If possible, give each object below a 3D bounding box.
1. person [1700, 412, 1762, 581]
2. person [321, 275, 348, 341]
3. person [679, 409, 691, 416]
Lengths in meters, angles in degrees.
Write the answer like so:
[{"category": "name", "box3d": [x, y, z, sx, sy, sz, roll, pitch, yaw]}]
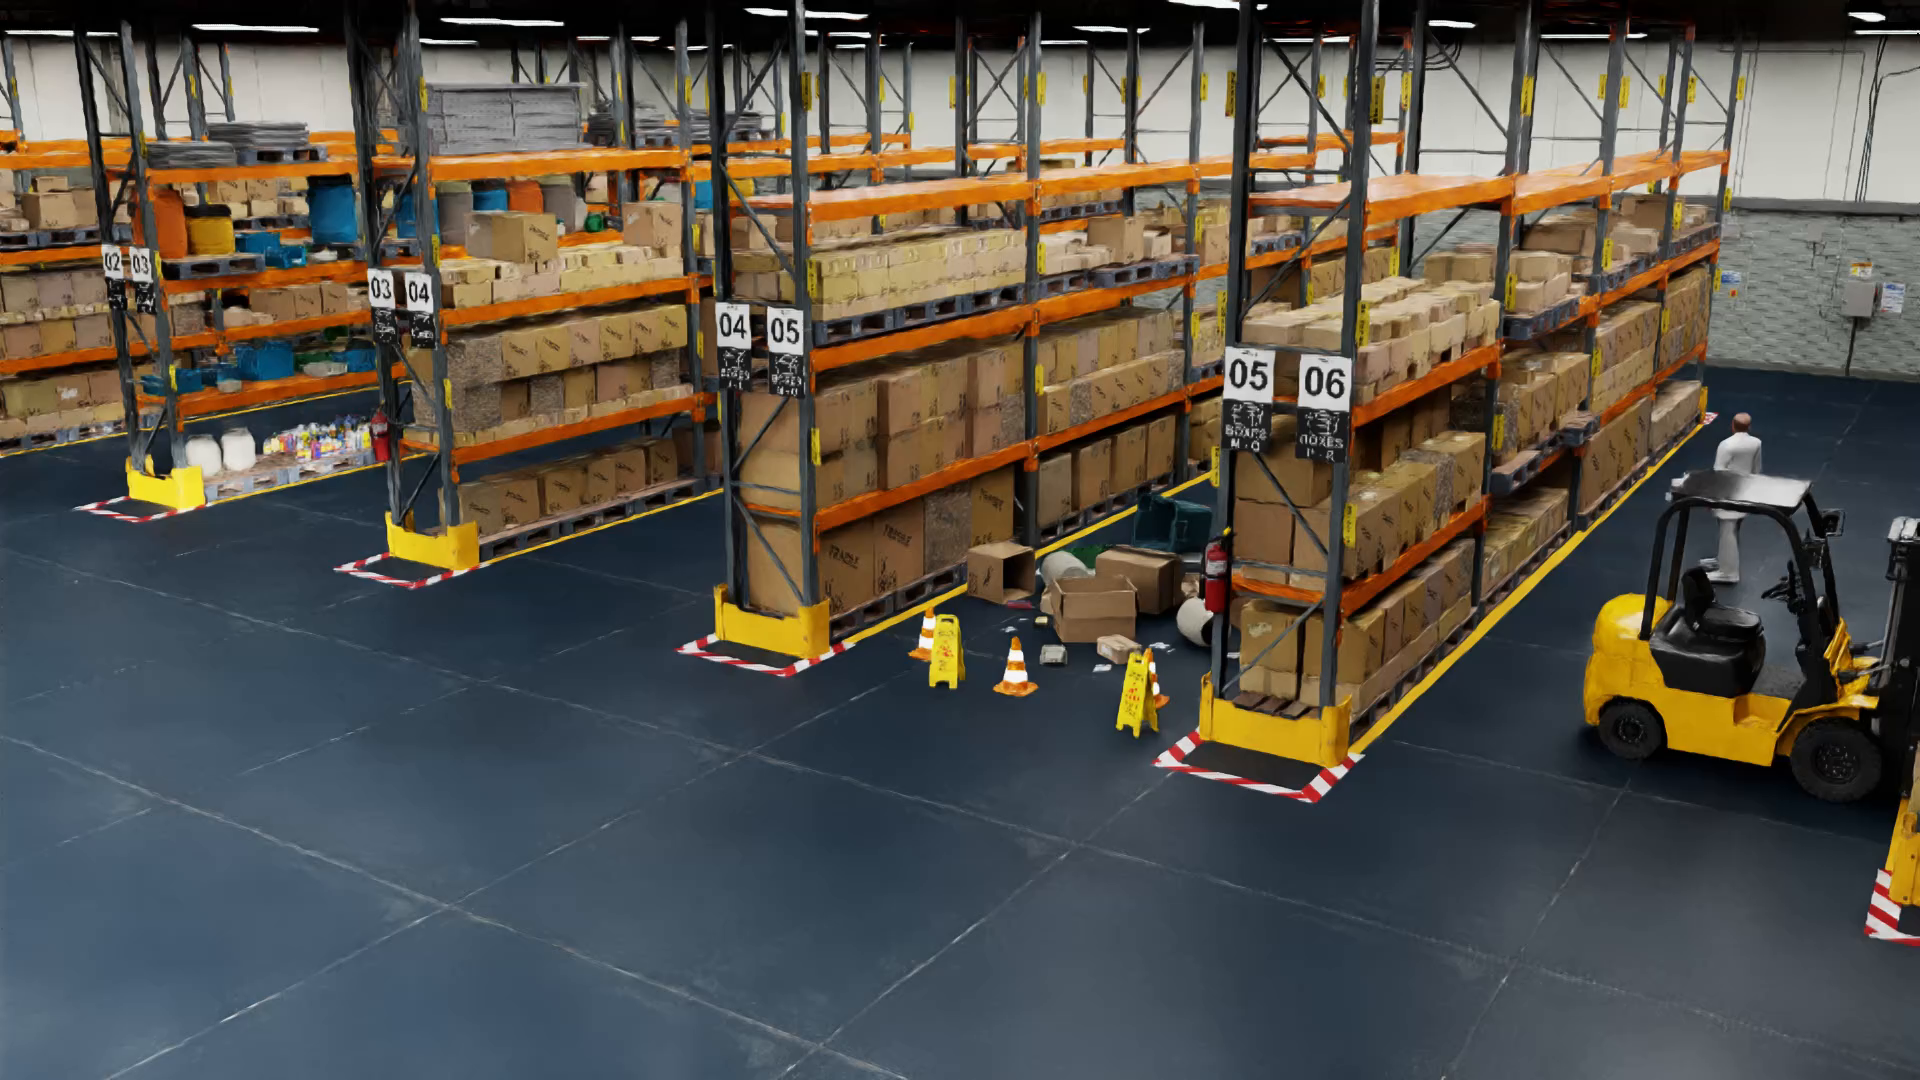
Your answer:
[{"category": "person", "box3d": [8.148, -0.490, 17.604, 0.667, 1.773, 0.629, -8, 18, -27]}, {"category": "person", "box3d": [-11.638, -4.158, 30.952, 0.677, 1.742, 0.547, 9, 18, 30]}, {"category": "person", "box3d": [-4.524, -2.777, 26.100, 0.666, 1.675, 0.535, 9, 18, 30]}]
